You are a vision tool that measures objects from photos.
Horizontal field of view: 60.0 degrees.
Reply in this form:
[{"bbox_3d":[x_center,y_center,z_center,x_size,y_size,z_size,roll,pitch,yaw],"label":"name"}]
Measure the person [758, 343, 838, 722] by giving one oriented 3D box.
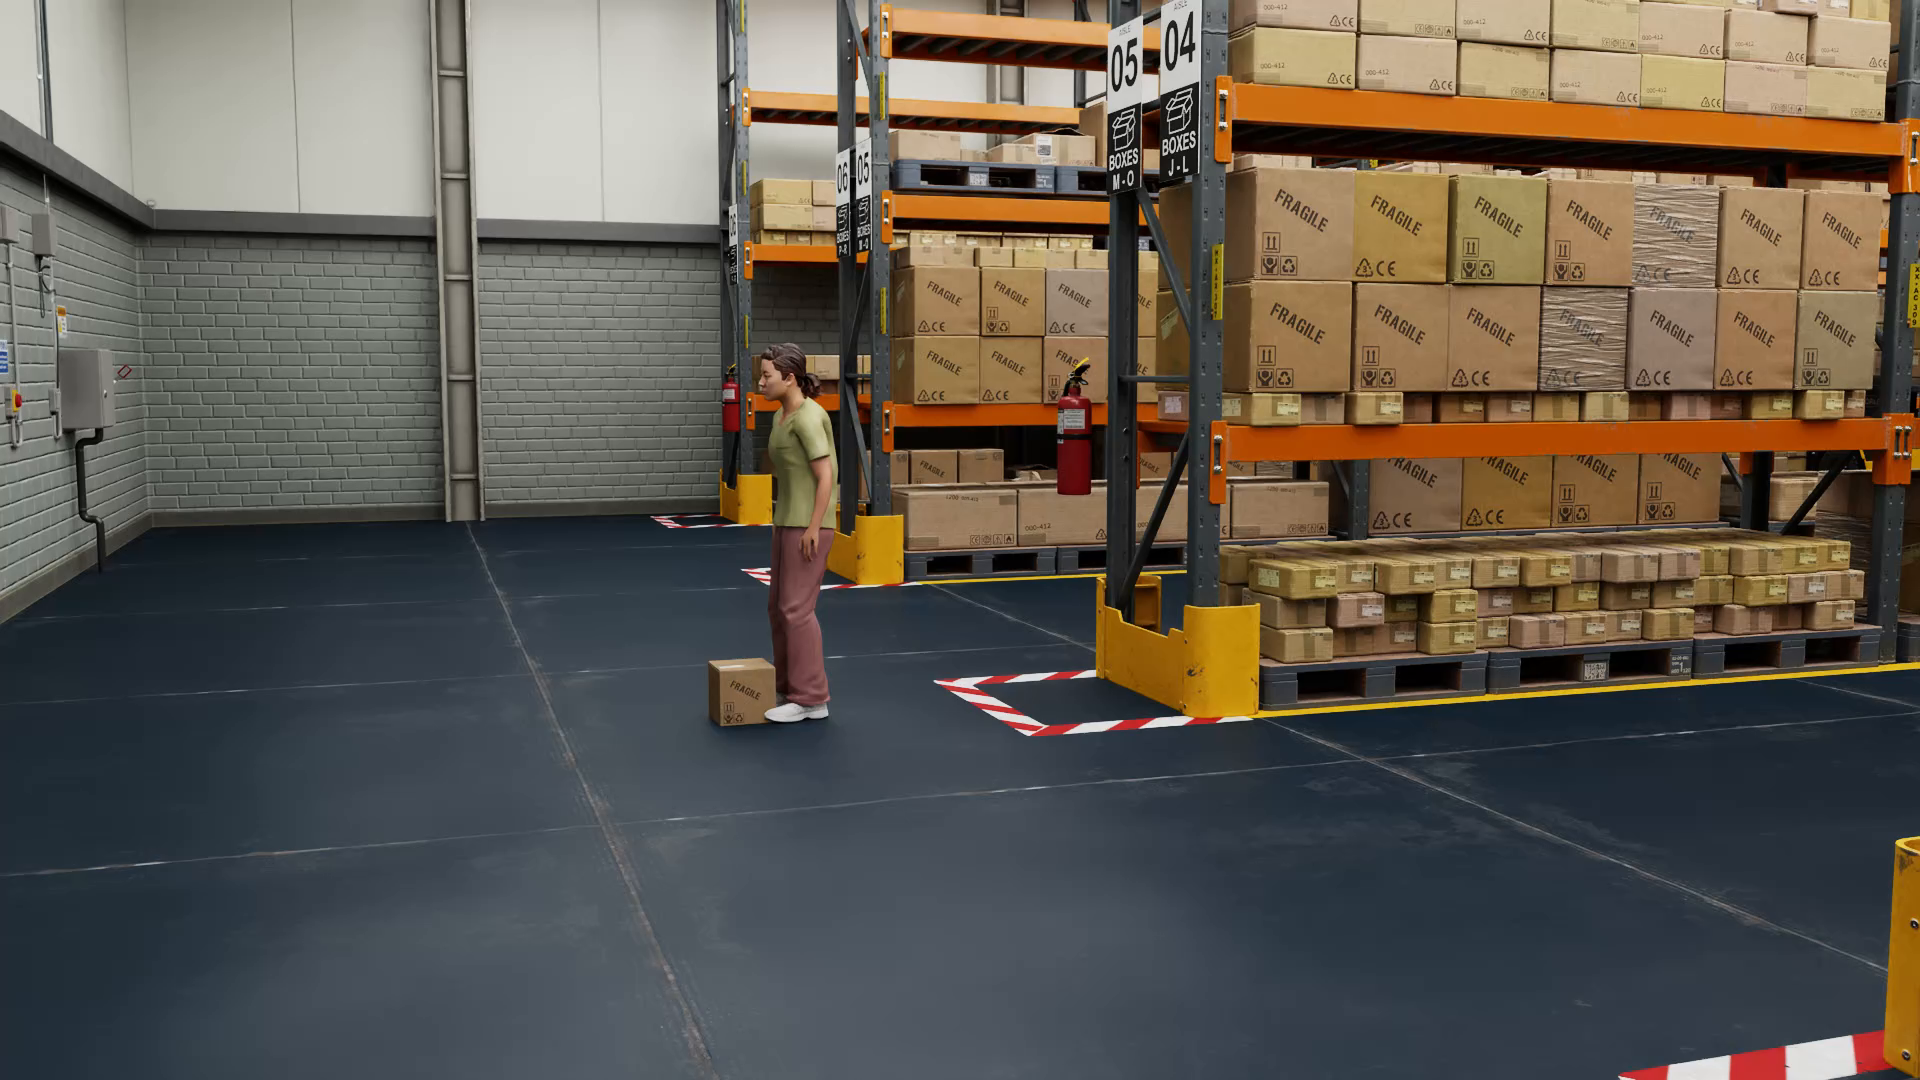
[{"bbox_3d":[-0.739,-0.039,7.422,0.365,1.671,0.518,-2,6,-22],"label":"person"}]
